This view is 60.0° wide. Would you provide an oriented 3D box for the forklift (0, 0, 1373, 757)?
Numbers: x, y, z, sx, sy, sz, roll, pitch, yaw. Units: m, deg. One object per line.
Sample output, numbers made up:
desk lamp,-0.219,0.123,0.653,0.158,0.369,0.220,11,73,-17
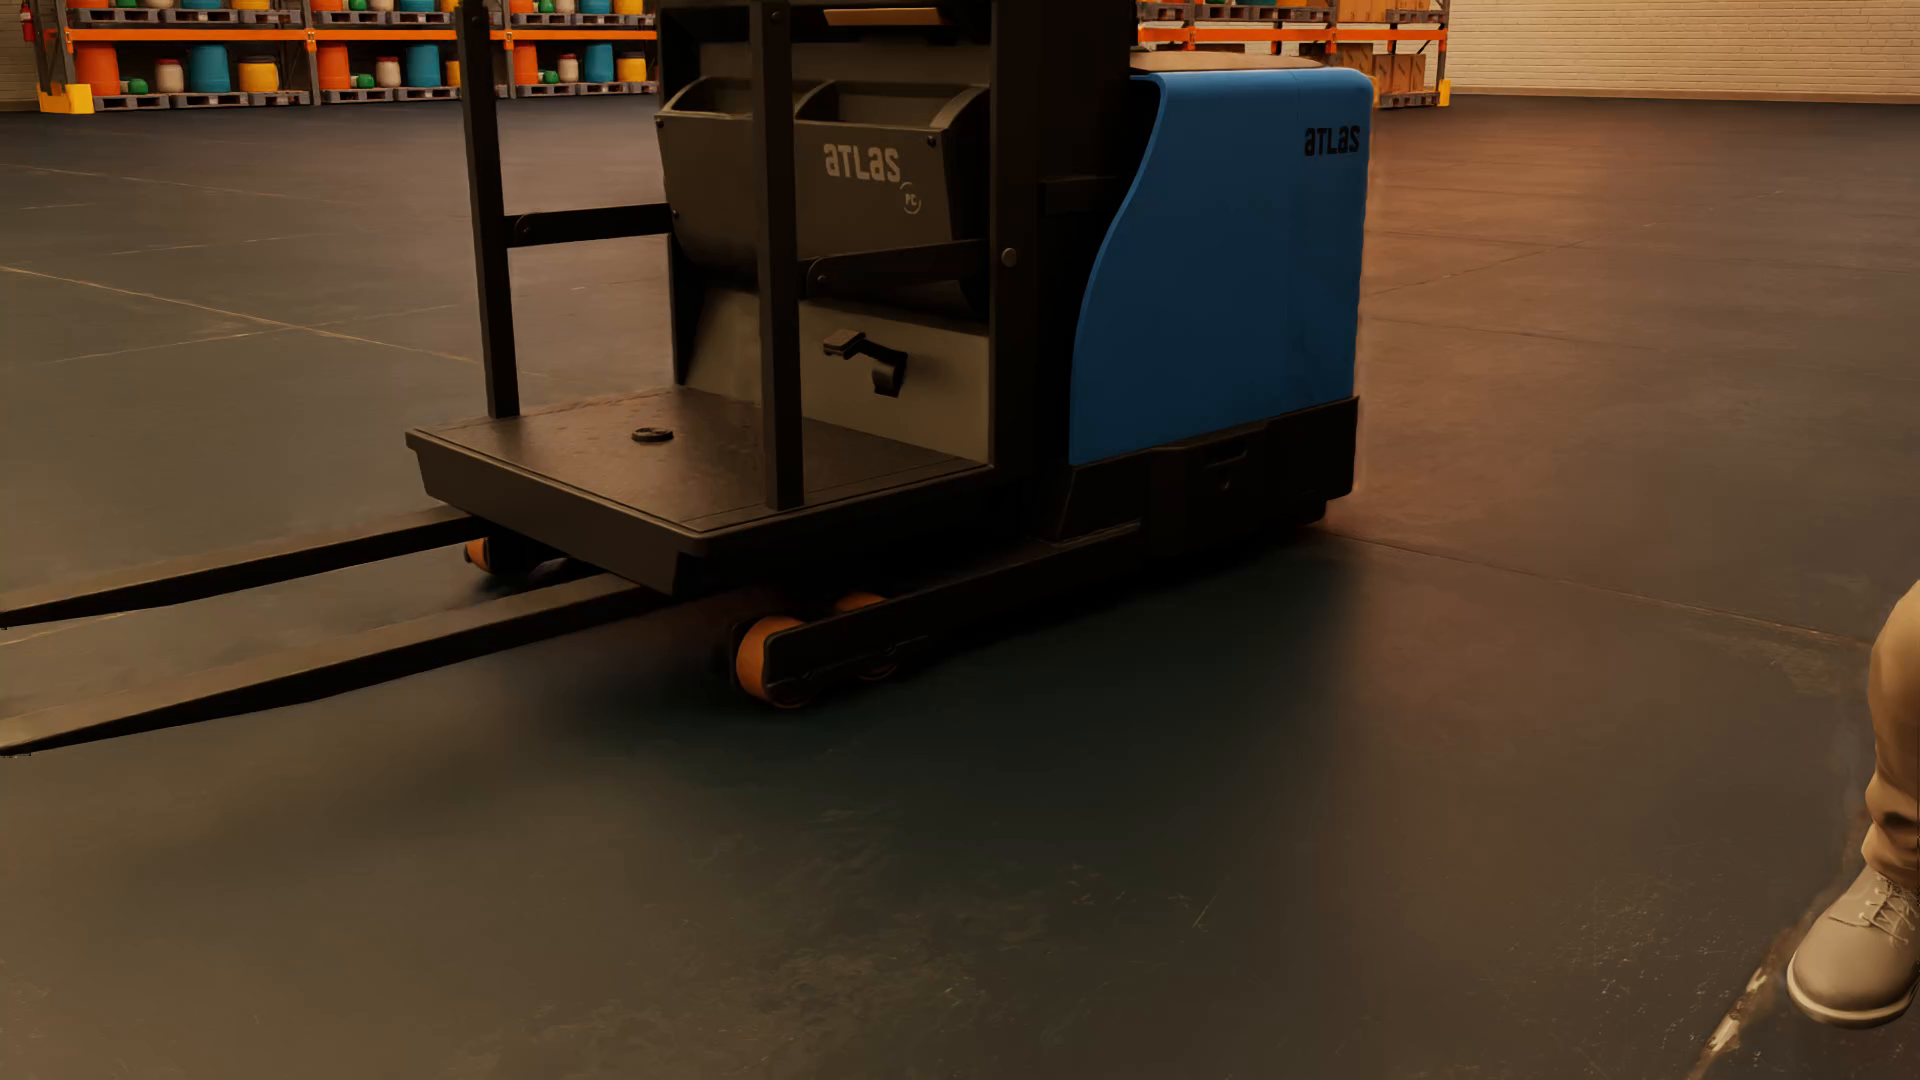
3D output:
forklift,-0.450,-1.272,3.086,3.031,2.935,1.130,-15,23,-41
